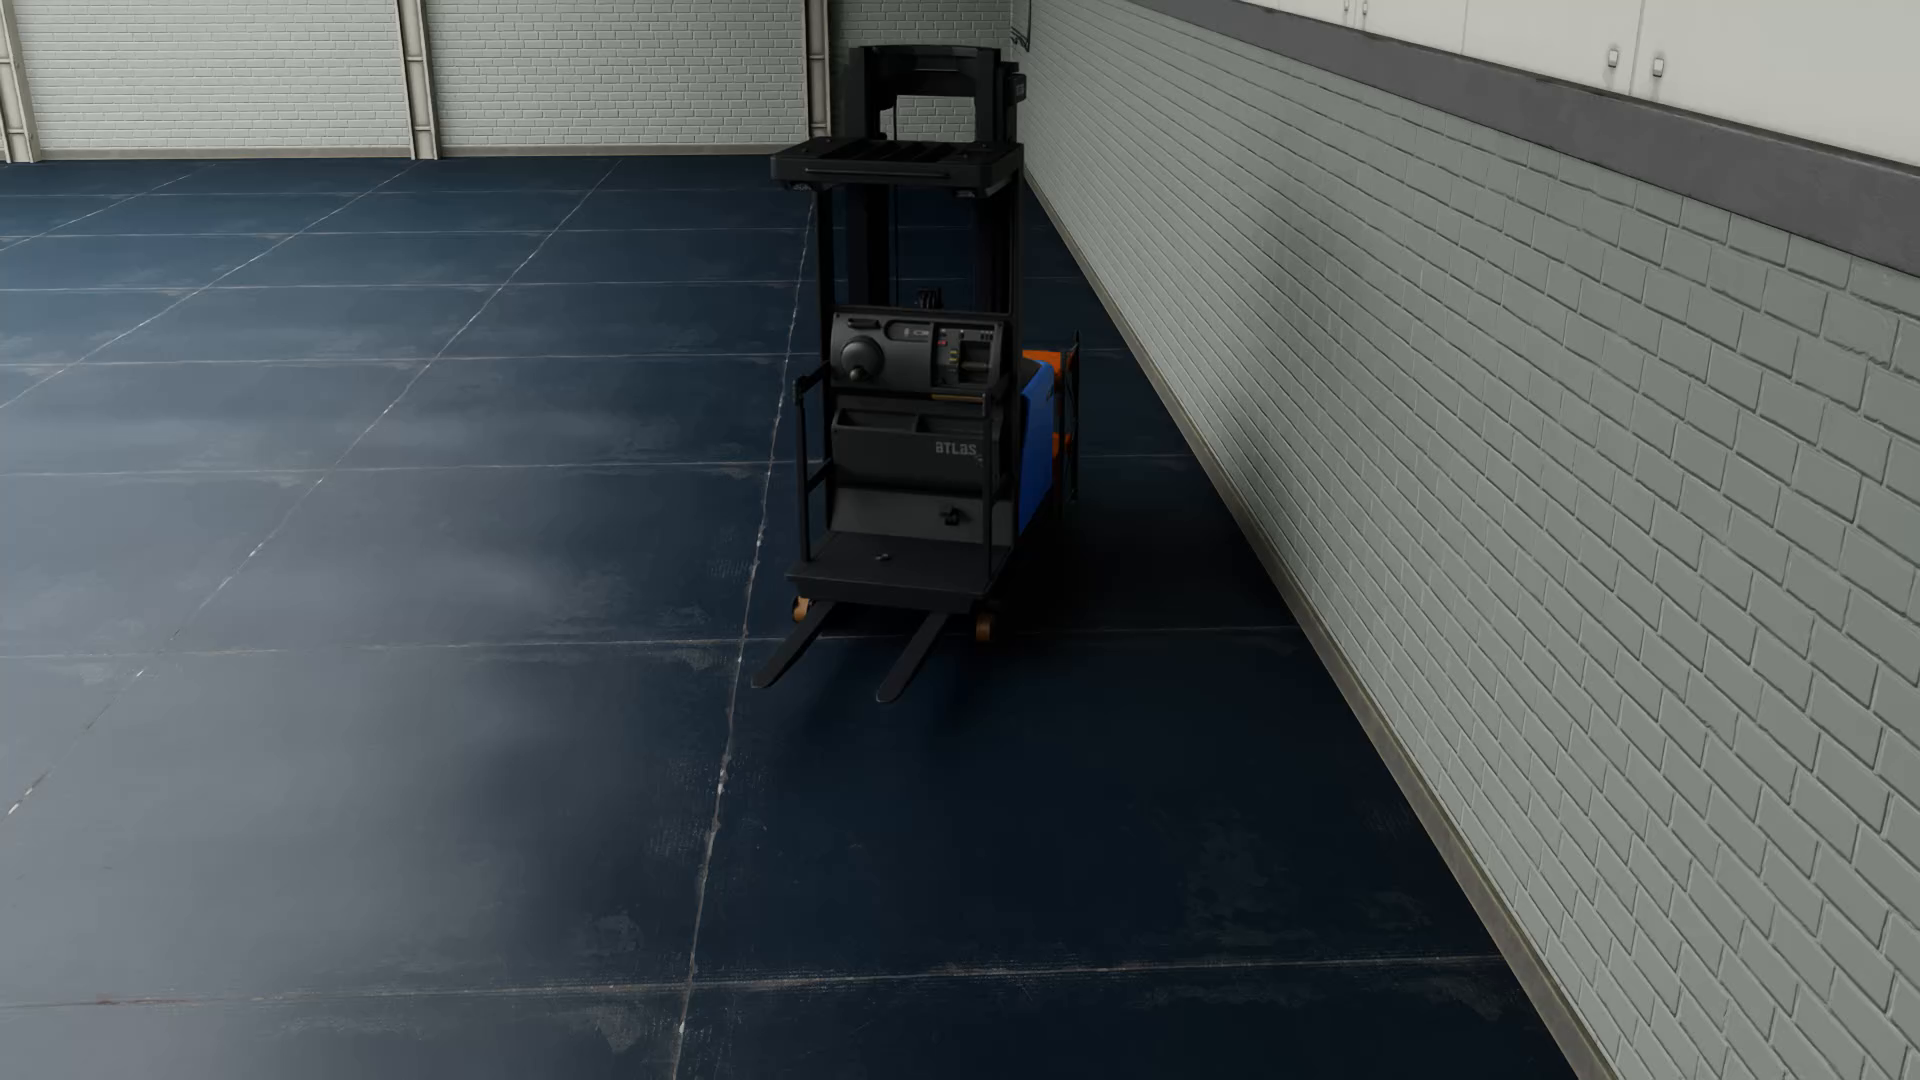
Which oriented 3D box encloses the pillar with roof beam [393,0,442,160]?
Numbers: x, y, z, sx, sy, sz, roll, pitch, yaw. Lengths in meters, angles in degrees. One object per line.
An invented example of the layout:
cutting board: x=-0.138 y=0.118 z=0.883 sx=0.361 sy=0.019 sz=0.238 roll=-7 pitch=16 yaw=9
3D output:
pillar with roof beam: x=-7.933 y=-8.538 z=19.900 sx=0.400 sy=9.000 sz=9.100 roll=-1 pitch=21 yaw=-3

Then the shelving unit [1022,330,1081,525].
shelving unit: x=0.191 y=-0.750 z=10.509 sx=1.048 sy=1.125 sz=0.538 roll=5 pitch=21 yaw=14

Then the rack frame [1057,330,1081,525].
rack frame: x=0.683 y=-0.704 z=10.389 sx=0.032 sy=1.125 sz=0.500 roll=5 pitch=21 yaw=14

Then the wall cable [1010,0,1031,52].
wall cable: x=0.828 y=-8.328 z=23.712 sx=0.112 sy=2.526 sz=3.097 roll=-1 pitch=21 yaw=-3

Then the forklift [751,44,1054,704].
forklift: x=-0.278 y=-0.974 z=8.559 sx=1.130 sy=2.935 sz=3.031 roll=5 pitch=21 yaw=13

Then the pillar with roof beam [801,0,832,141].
pillar with roof beam: x=-1.943 y=-8.660 z=20.220 sx=0.400 sy=9.000 sz=9.100 roll=-1 pitch=21 yaw=-3

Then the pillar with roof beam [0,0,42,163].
pillar with roof beam: x=-13.923 y=-8.416 z=19.580 sx=0.400 sy=9.000 sz=9.100 roll=-1 pitch=21 yaw=-3

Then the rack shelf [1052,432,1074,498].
rack shelf: x=0.191 y=-0.521 z=10.596 sx=1.000 sy=0.278 sz=0.538 roll=5 pitch=21 yaw=14

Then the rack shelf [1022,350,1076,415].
rack shelf: x=0.191 y=-1.023 z=10.405 sx=1.000 sy=0.278 sz=0.538 roll=5 pitch=21 yaw=14
